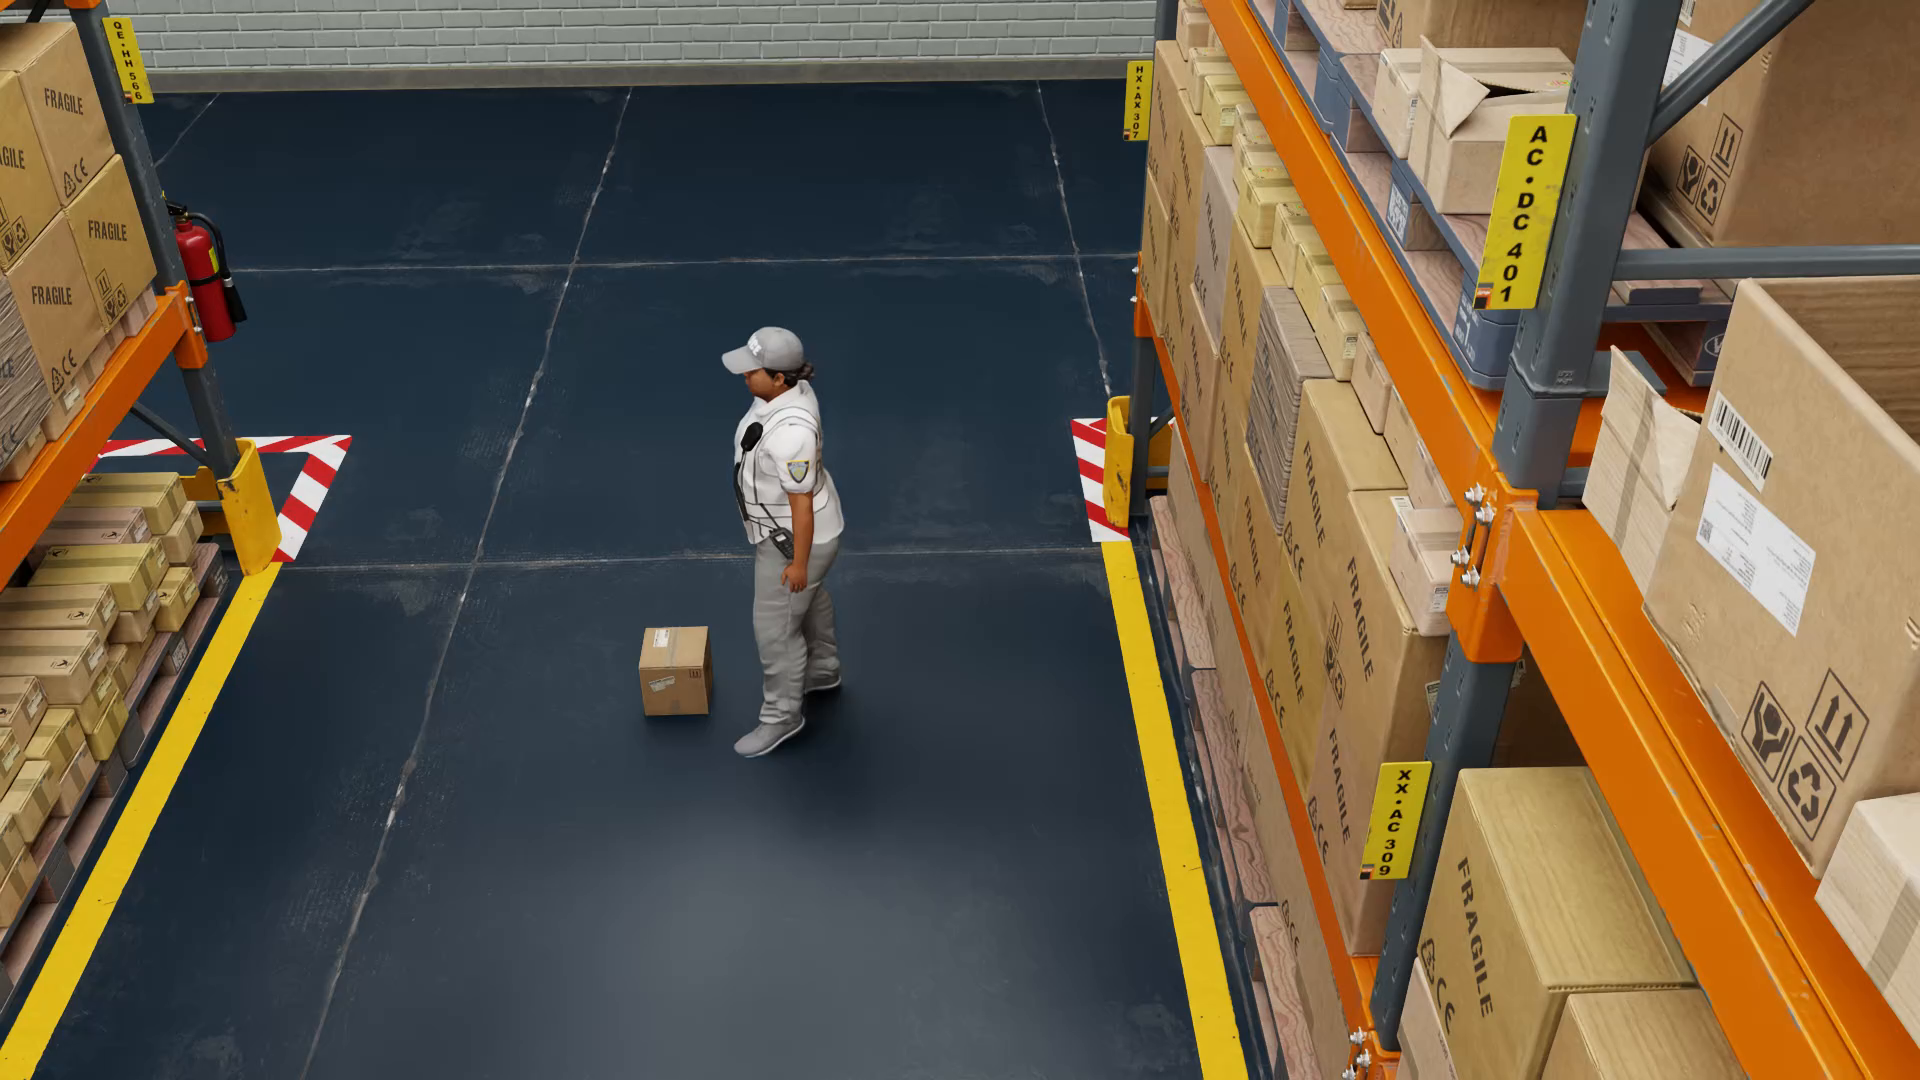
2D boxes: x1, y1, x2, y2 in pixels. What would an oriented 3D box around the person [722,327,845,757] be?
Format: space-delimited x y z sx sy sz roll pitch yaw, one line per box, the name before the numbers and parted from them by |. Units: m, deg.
person | -0.673 -0.006 6.159 0.474 1.692 0.542 -5 36 -7
